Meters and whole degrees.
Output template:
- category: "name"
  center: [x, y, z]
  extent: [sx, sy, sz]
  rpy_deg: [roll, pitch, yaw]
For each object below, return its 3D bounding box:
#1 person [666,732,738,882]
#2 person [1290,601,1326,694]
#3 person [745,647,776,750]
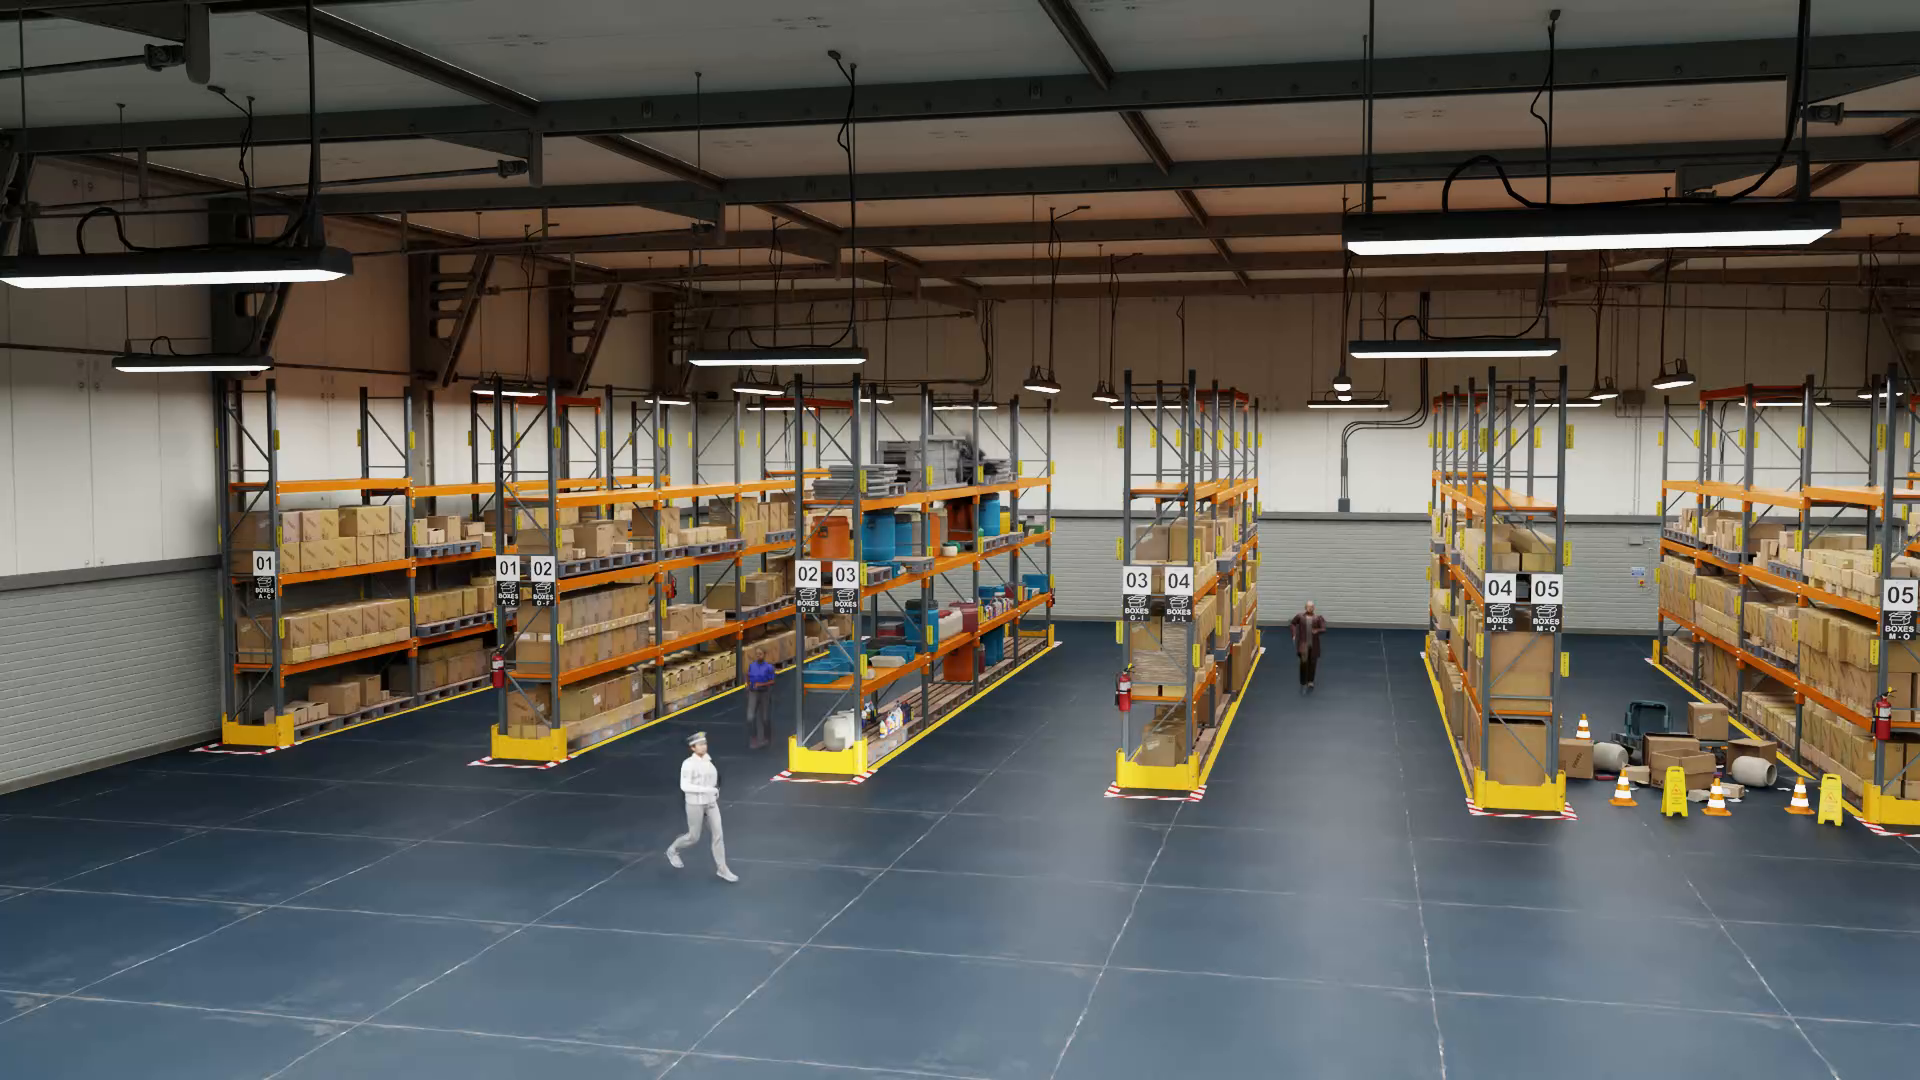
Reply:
- category: "person"
  center: [-2.938, 3.011, 18.965]
  extent: [0.984, 1.678, 0.625]
  rpy_deg: [2, 4, 35]
- category: "person"
  center: [6.943, 2.135, 33.116]
  extent: [0.670, 1.846, 0.829]
  rpy_deg: [0, 3, 5]
- category: "person"
  center: [-3.255, 2.563, 26.935]
  extent: [0.548, 1.657, 0.684]
  rpy_deg: [1, 3, 11]
